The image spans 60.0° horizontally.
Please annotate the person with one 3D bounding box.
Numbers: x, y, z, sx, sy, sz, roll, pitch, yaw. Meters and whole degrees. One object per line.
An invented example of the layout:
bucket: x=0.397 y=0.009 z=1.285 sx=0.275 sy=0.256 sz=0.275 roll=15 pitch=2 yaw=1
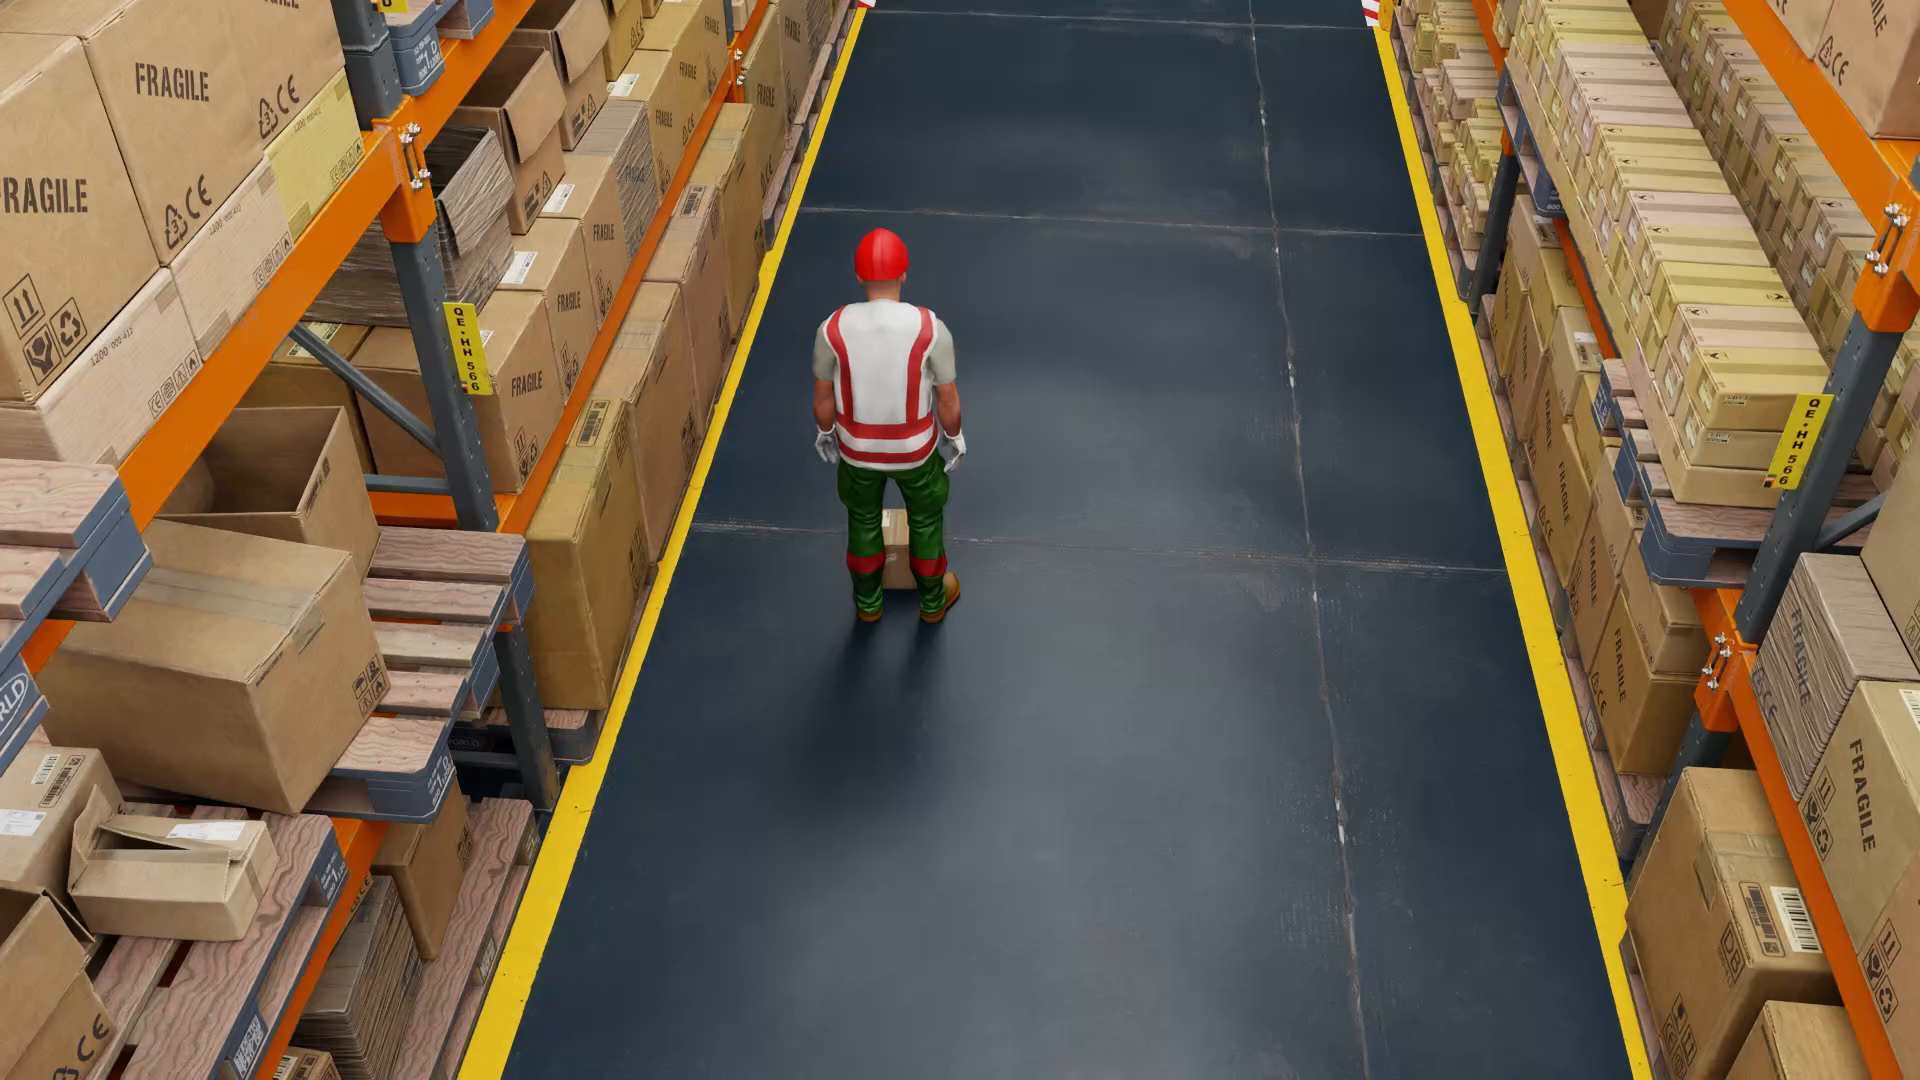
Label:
person: x=-0.278 y=-0.405 z=6.631 sx=0.607 sy=1.780 sz=0.450 roll=3 pitch=40 yaw=4
